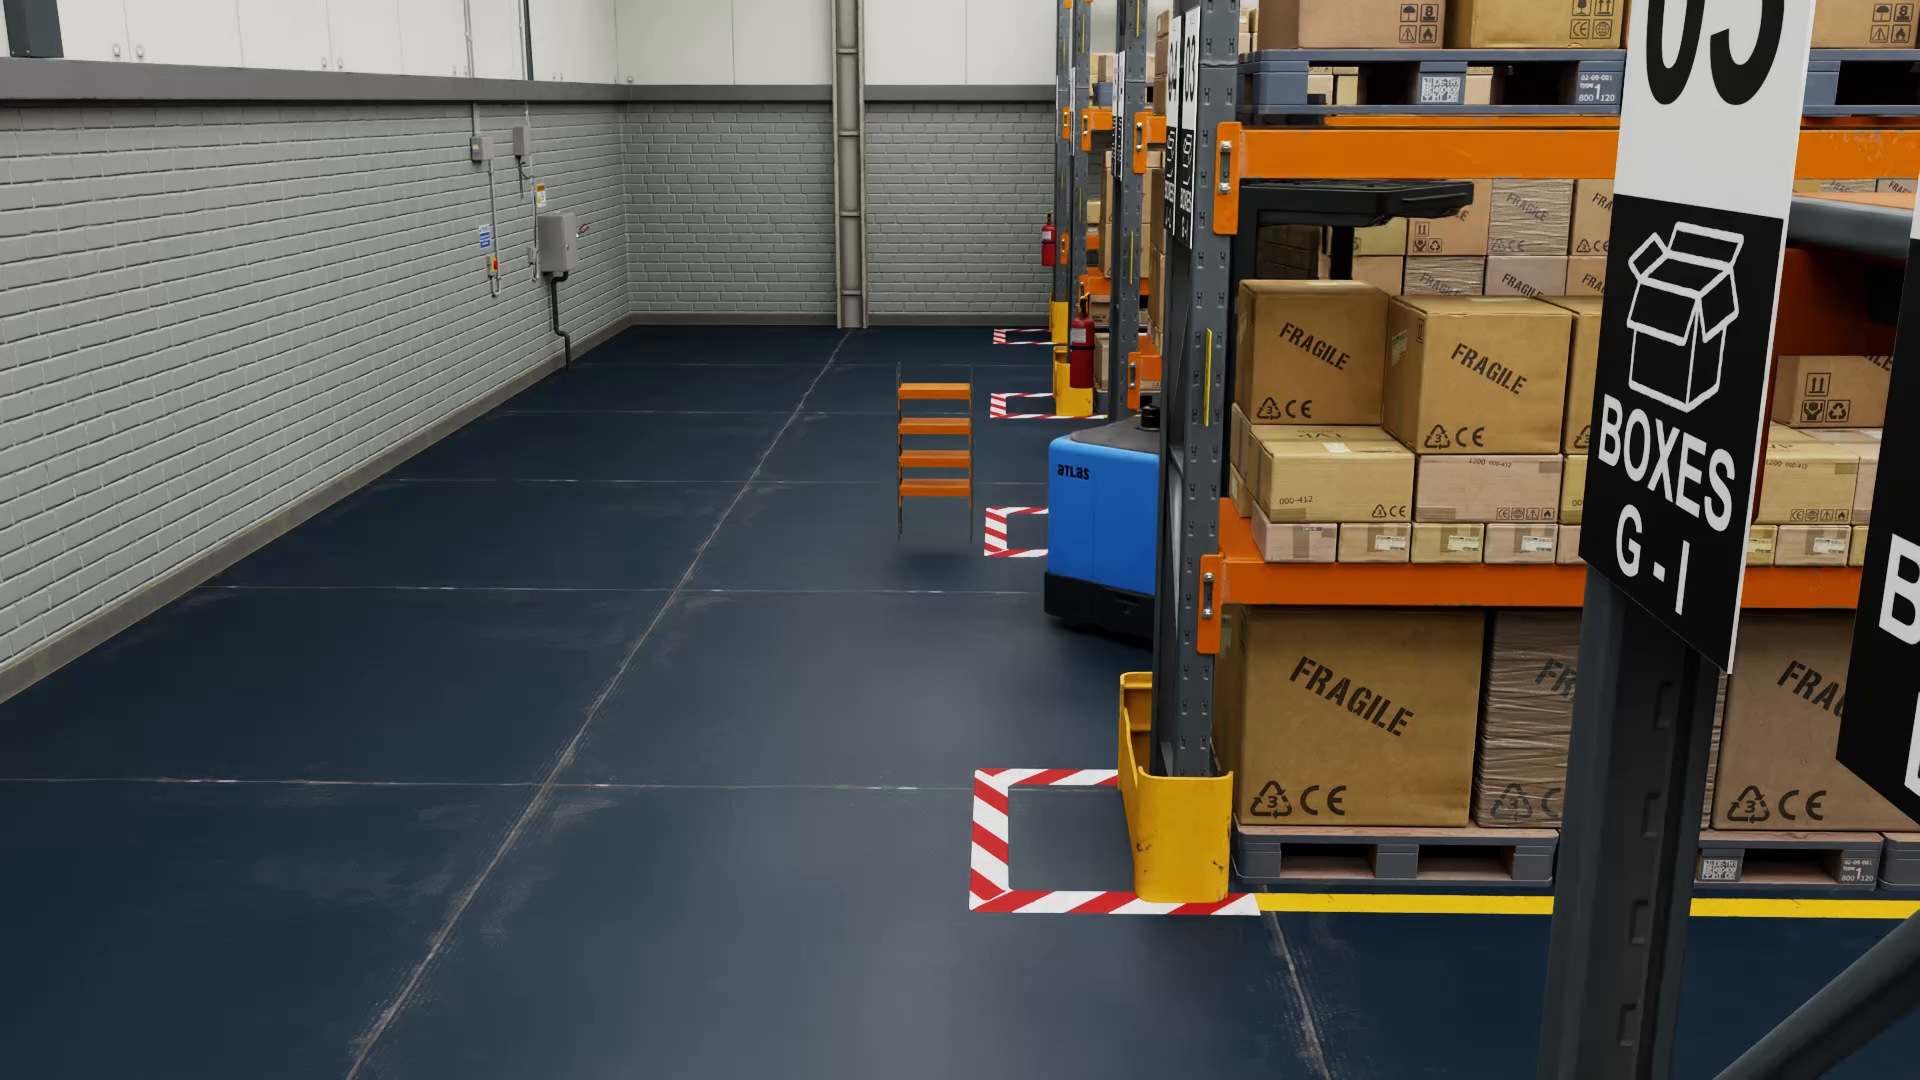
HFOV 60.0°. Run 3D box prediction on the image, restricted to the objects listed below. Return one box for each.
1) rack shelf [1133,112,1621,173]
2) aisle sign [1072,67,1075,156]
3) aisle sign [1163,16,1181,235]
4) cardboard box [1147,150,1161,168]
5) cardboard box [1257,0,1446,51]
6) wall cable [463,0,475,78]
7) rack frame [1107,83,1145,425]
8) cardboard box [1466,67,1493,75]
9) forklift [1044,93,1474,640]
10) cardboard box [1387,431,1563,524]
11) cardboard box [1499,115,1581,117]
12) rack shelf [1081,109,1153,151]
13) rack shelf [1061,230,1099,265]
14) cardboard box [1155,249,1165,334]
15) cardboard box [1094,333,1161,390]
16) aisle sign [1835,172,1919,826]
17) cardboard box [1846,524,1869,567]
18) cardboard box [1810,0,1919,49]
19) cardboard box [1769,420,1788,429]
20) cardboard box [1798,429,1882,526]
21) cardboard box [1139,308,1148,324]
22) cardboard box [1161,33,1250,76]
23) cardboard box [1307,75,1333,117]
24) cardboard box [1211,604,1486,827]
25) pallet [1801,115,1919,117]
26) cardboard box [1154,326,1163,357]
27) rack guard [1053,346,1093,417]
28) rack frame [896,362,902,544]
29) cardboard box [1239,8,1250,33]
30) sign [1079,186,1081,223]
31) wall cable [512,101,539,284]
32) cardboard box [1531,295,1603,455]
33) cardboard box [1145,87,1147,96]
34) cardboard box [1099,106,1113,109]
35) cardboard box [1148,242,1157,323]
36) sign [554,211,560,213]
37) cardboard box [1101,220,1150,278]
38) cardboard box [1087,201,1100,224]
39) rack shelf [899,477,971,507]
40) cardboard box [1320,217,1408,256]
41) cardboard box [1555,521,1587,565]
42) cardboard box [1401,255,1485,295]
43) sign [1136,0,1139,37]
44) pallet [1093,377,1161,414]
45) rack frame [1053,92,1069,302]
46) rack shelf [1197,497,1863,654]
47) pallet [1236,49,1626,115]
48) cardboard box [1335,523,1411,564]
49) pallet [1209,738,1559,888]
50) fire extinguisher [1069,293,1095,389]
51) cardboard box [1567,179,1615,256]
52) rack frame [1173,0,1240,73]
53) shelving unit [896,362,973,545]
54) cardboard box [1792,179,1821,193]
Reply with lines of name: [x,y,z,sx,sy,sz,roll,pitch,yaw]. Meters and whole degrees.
rack shelf: [3.100,-2.598,10.837,4.000,0.370,1.077,0,15,1]
aisle sign: [1.046,-3.955,15.355,0.004,0.787,0.394,0,15,1]
aisle sign: [0.808,-1.578,6.346,0.004,0.787,0.394,0,15,1]
cardboard box: [1.737,-3.560,15.528,0.250,0.149,0.380,1,15,3]
cardboard box: [1.394,-2.005,5.963,0.500,0.500,0.700,-1,15,-2]
wall cable: [-4.568,-5.637,15.068,0.029,3.000,0.463,0,15,1]
rack frame: [1.100,-1.509,11.178,0.127,3.000,1.000,0,15,1]
cardboard box: [3.065,-3.047,10.441,0.500,0.250,0.500,0,15,-1]
forklift: [1.946,-0.801,8.629,3.031,2.935,1.130,12,19,37]
cardboard box: [1.865,-0.242,6.088,0.500,0.250,0.500,0,15,1]
cardboard box: [3.595,-2.804,10.502,0.500,0.250,0.500,0,15,1]
rack shelf: [3.125,-3.861,15.625,4.000,0.370,1.077,0,15,1]
rack shelf: [3.248,-3.677,20.805,4.000,0.370,1.077,0,15,1]
cardboard box: [1.542,-1.627,10.849,0.500,0.500,0.500,1,15,4]
cardboard box: [1.788,-1.757,16.319,0.875,0.438,0.875,0,15,0]
aisle sign: [0.666,-0.163,0.981,0.004,0.787,0.394,0,15,1]
cardboard box: [3.273,-0.023,6.041,0.250,0.149,0.380,0,15,1]
cardboard box: [3.031,-2.002,5.954,0.500,0.500,0.700,1,15,4]
cardboard box: [2.900,-0.371,6.577,0.500,0.250,0.500,0,15,2]
cardboard box: [3.395,-0.232,6.048,0.500,0.250,0.500,1,15,3]
cardboard box: [2.281,-2.821,20.918,0.250,0.149,0.380,0,15,-1]
cardboard box: [1.542,-3.059,10.488,0.500,0.250,0.500,1,15,2]
cardboard box: [2.069,-2.814,10.539,0.500,0.250,0.500,1,15,3]
cardboard box: [1.514,0.564,6.665,0.875,0.875,0.875,0,15,1]
pallet: [5.713,-2.811,10.602,1.003,0.211,1.213,0,15,1]
cardboard box: [1.416,-1.301,10.885,0.250,0.149,0.380,0,15,1]
rack guard: [1.102,-1.563,16.284,0.348,0.500,1.175,0,15,1]
rack frame: [-0.409,-0.583,11.197,0.015,1.200,0.240,0,15,1]
cardboard box: [1.672,-3.254,10.448,0.250,0.149,0.380,1,15,4]
sign: [1.105,-3.087,15.308,0.005,0.325,0.100,0,15,1]
wall cable: [-4.487,-3.655,17.323,0.122,1.984,0.588,0,15,1]
cardboard box: [2.363,-0.601,5.979,0.500,0.500,0.500,0,15,0]
cardboard box: [2.194,-5.488,20.094,0.500,0.250,0.500,1,15,2]
cardboard box: [1.824,-5.310,20.198,0.250,0.149,0.380,1,15,2]
cardboard box: [1.556,-1.763,11.365,0.500,0.500,0.500,1,15,3]
sign: [-4.507,-3.418,18.603,0.001,0.494,0.329,0,15,1]
cardboard box: [1.598,-2.744,15.663,0.500,0.500,0.500,0,15,1]
cardboard box: [1.695,-4.037,20.472,0.500,0.250,0.500,0,15,2]
rack shelf: [-0.165,-0.324,11.259,0.480,0.148,0.258,0,15,1]
cardboard box: [2.566,-2.103,10.691,0.500,0.500,0.500,0,15,0]
cardboard box: [2.246,-0.030,6.067,0.250,0.149,0.380,0,15,0]
cardboard box: [3.077,-1.622,10.829,0.500,0.500,0.500,0,15,0]
sign: [1.086,-3.243,10.159,0.005,0.325,0.100,0,15,1]
pallet: [1.927,-1.438,16.377,1.213,0.211,1.003,0,15,1]
rack frame: [1.249,-4.037,20.763,0.127,3.000,1.000,0,15,1]
rack shelf: [2.872,0.117,6.428,4.000,0.370,1.077,0,15,1]
pallet: [1.614,-1.650,6.006,1.213,0.211,1.003,0,15,1]
cardboard box: [1.475,-0.035,6.085,0.250,0.149,0.380,0,15,1]
pallet: [1.674,1.089,6.798,1.213,0.211,1.003,0,15,1]
fire extinguisher: [0.860,-1.410,11.687,0.183,0.674,0.296,0,15,1]
cardboard box: [4.105,-2.094,10.658,0.500,0.500,0.500,0,15,0]
rack frame: [0.872,-3.145,5.621,0.127,3.000,1.000,0,15,1]
shelving unit: [-0.165,-0.581,11.191,0.503,1.200,0.258,0,15,1]
cardboard box: [7.590,-3.194,15.410,0.500,0.500,0.500,0,15,1]
